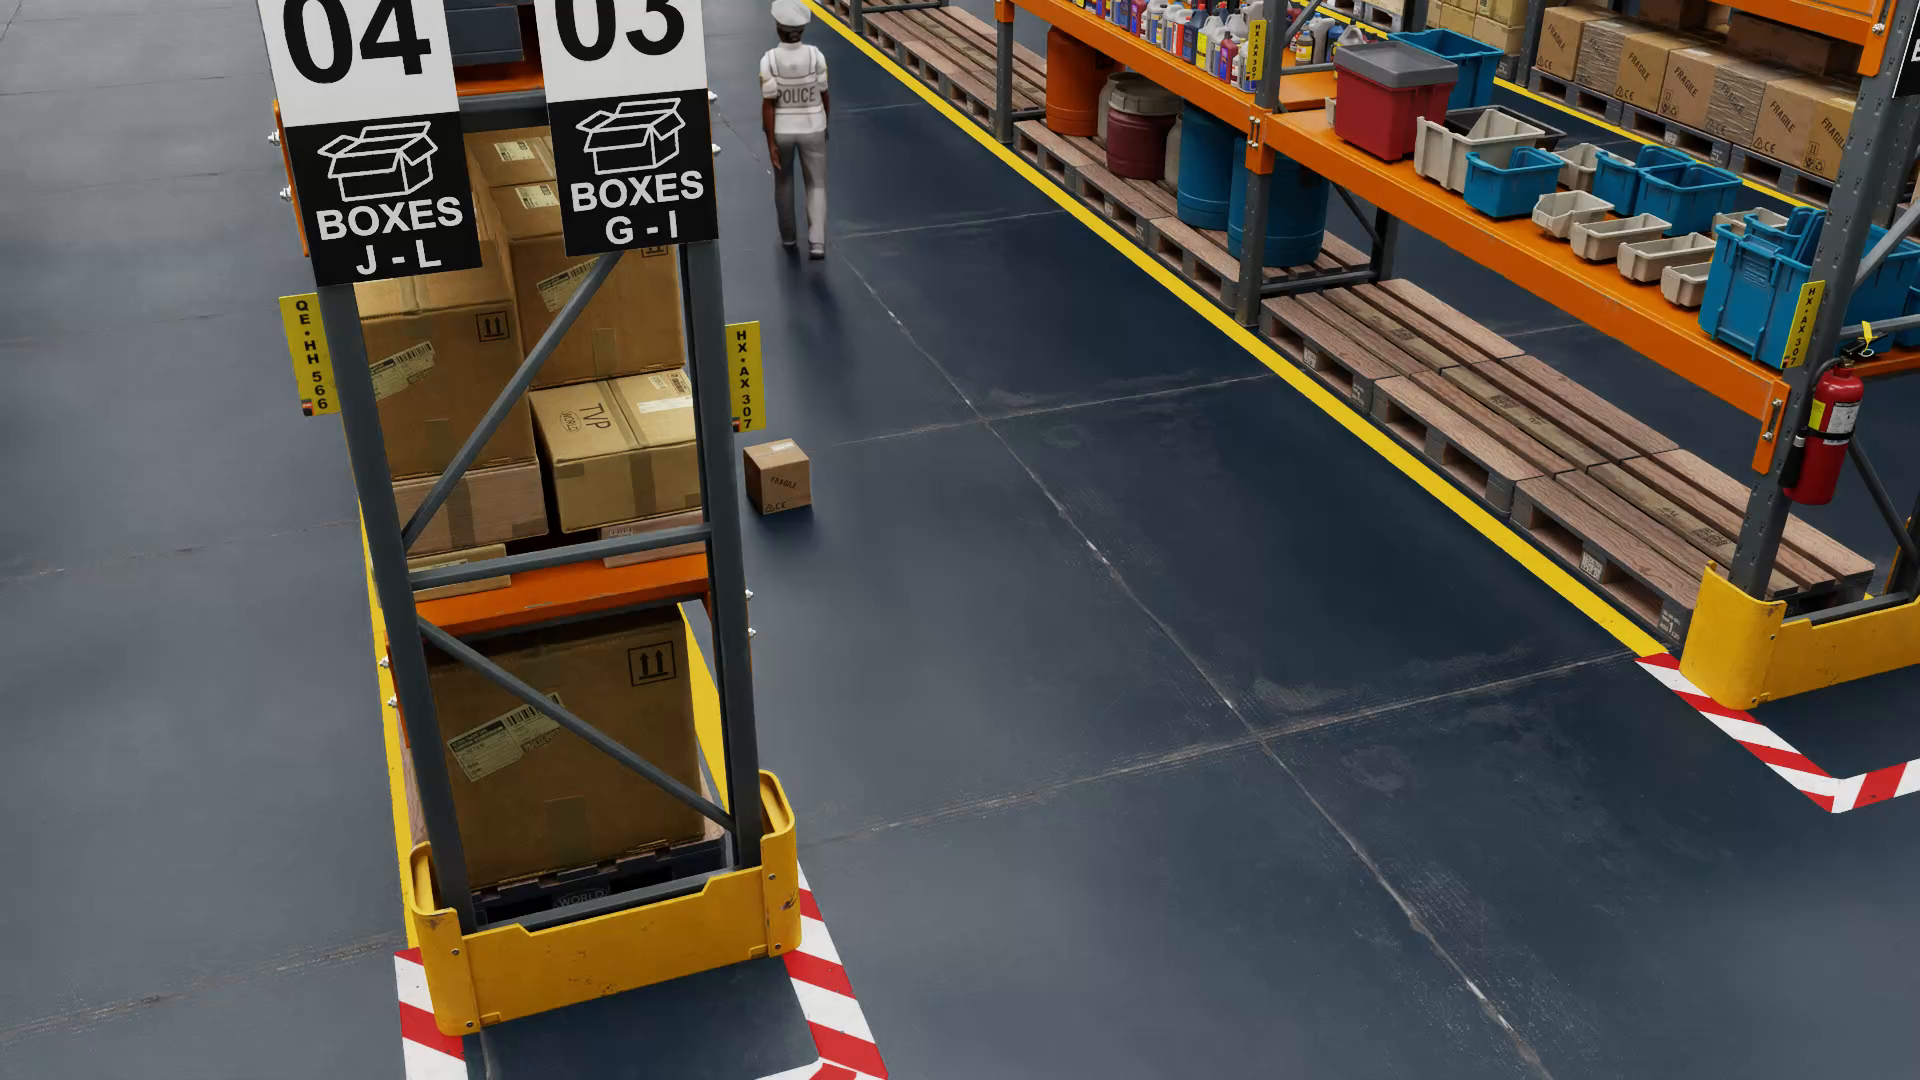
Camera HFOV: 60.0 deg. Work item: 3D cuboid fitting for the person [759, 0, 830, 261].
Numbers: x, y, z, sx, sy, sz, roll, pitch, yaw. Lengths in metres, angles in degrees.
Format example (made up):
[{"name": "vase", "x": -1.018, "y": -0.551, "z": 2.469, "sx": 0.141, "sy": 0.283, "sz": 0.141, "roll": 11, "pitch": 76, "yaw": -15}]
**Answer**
[{"name": "person", "x": -1.040, "y": -2.604, "z": 10.591, "sx": 0.438, "sy": 1.651, "sz": 0.928, "roll": -3, "pitch": 30, "yaw": -5}]
